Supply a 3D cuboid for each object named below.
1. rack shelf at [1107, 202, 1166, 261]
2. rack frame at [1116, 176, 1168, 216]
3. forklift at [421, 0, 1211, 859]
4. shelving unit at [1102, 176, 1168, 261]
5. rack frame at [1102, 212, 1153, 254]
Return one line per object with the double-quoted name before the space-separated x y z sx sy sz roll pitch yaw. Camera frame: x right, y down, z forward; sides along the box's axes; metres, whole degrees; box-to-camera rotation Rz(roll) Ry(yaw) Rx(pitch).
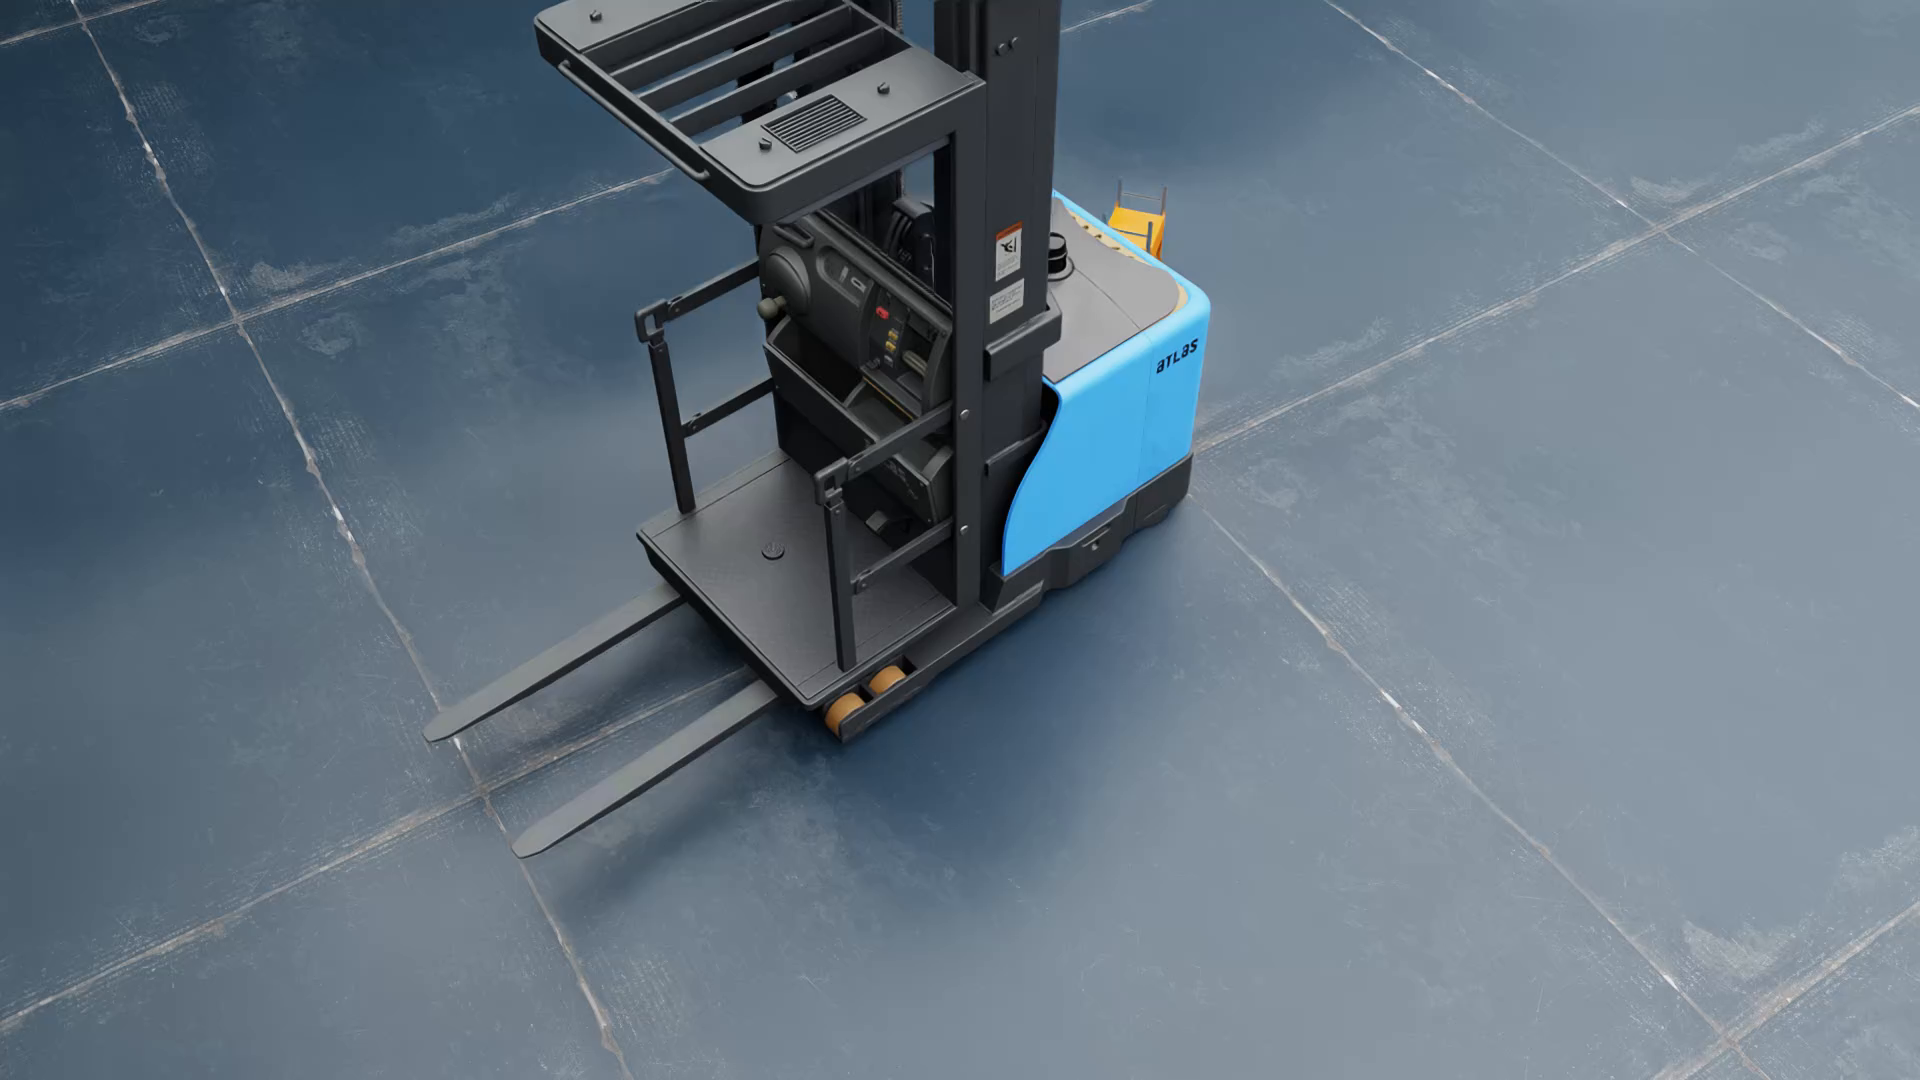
"rack shelf" 0.682 -1.158 6.656 0.215 0.259 0.240 14 49 12
"rack frame" 0.720 -1.060 6.936 0.200 1.050 0.008 14 49 12
"forklift" -0.515 -0.702 5.358 3.031 2.935 1.130 -33 56 -26
"shelving unit" 0.682 -0.974 6.858 0.215 1.050 0.252 14 49 12
"rack frame" 0.643 -0.889 6.780 0.200 1.050 0.008 14 49 12
